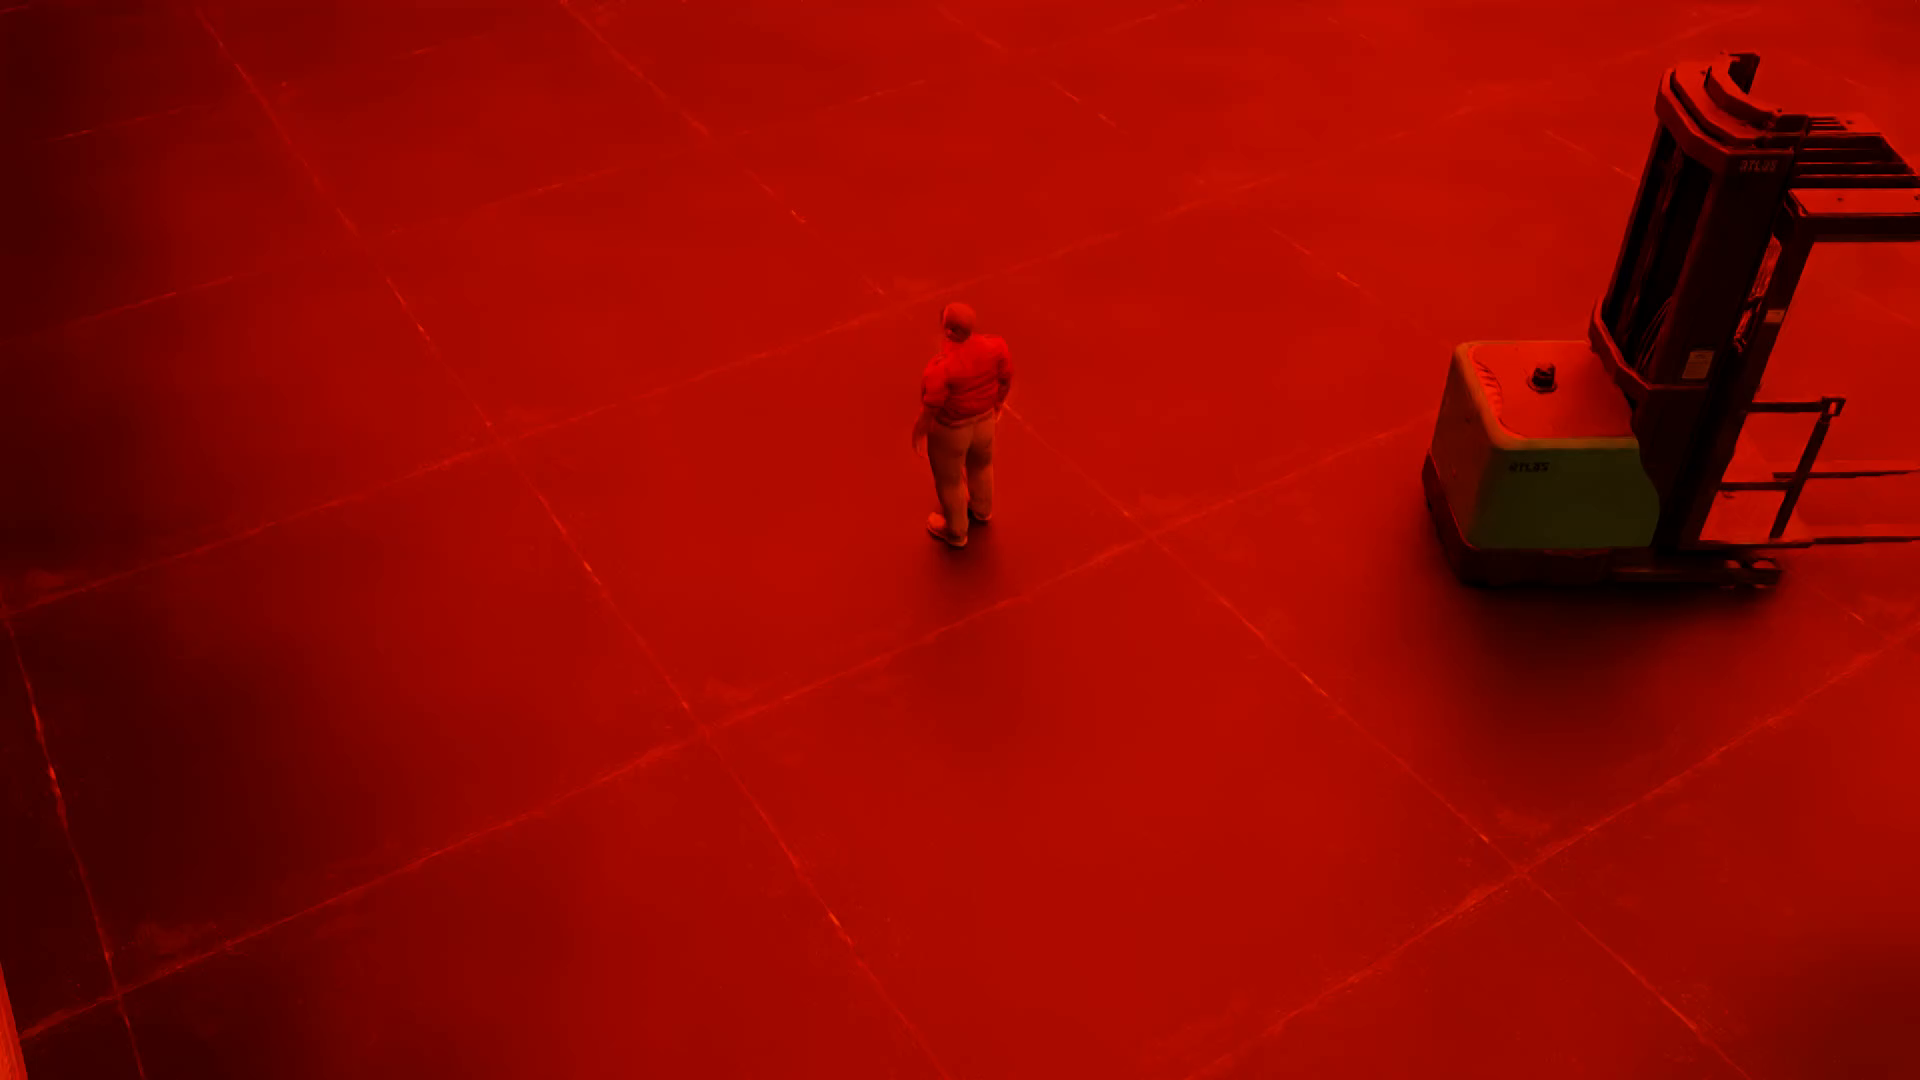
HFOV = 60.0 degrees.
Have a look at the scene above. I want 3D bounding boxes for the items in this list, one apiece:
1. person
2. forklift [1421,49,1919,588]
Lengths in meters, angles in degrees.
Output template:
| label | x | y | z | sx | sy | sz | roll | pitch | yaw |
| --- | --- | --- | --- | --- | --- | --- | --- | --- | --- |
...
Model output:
| label | x | y | z | sx | sy | sz | roll | pitch | yaw |
| --- | --- | --- | --- | --- | --- | --- | --- | --- | --- |
| person | -0.038 | -0.710 | 9.587 | 0.640 | 1.727 | 0.550 | -23 | 46 | -24 |
| forklift | 4.415 | -1.171 | 9.211 | 3.031 | 2.935 | 1.130 | -1 | 41 | -1 |
